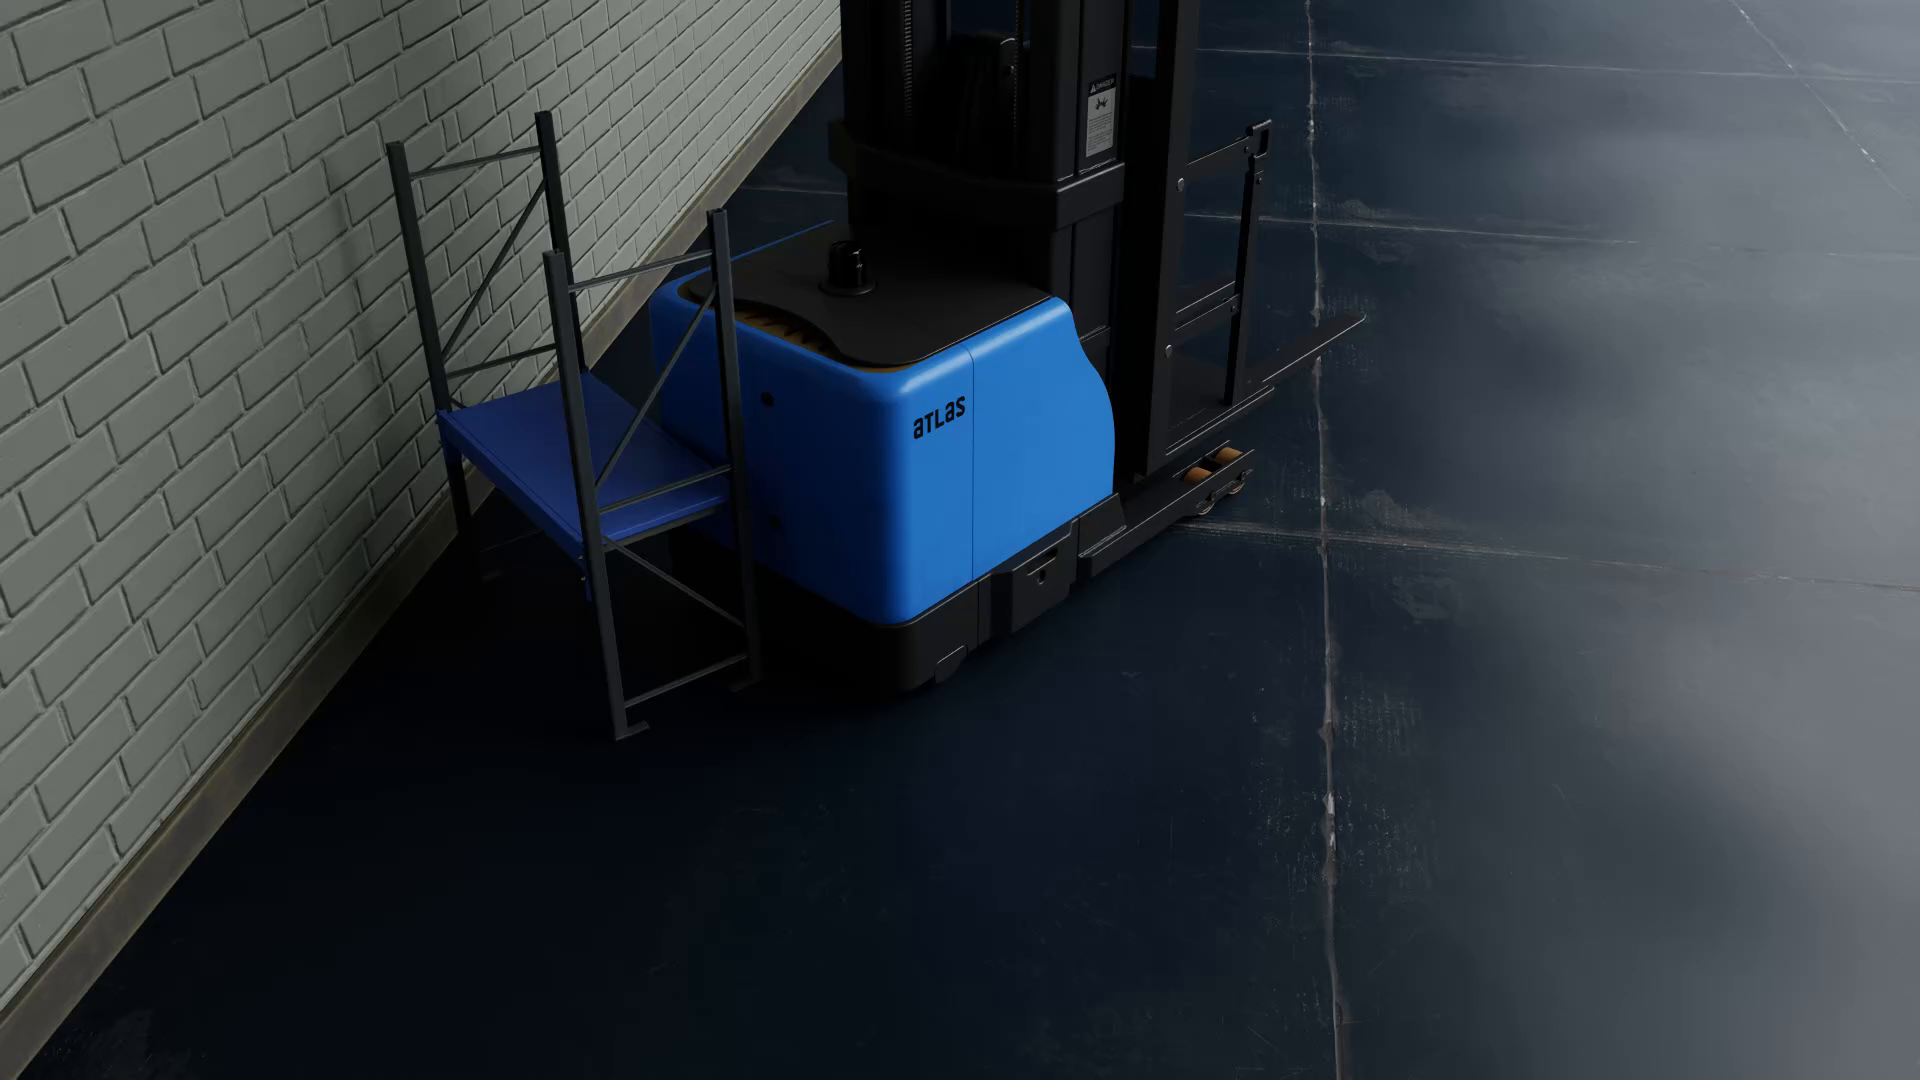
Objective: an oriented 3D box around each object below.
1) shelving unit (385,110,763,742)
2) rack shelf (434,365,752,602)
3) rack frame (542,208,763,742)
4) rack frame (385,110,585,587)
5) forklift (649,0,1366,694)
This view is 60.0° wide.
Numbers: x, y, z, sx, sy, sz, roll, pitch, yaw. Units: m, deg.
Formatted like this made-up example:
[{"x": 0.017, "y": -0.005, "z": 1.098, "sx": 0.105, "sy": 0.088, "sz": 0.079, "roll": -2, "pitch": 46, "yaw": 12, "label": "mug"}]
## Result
[{"x": -1.117, "y": -0.351, "z": 4.897, "sx": 0.538, "sy": 1.500, "sz": 1.048, "roll": -22, "pitch": 38, "yaw": -31, "label": "shelving unit"}, {"x": -1.117, "y": -0.198, "z": 4.992, "sx": 0.538, "sy": 0.185, "sz": 1.000, "roll": -22, "pitch": 38, "yaw": -31, "label": "rack shelf"}, {"x": -0.808, "y": -0.137, "z": 4.555, "sx": 0.500, "sy": 1.500, "sz": 0.032, "roll": -22, "pitch": 38, "yaw": -31, "label": "rack frame"}, {"x": -1.425, "y": -0.565, "z": 5.239, "sx": 0.500, "sy": 1.500, "sz": 0.032, "roll": -22, "pitch": 38, "yaw": -31, "label": "rack frame"}, {"x": 0.412, "y": -1.490, "z": 5.368, "sx": 1.130, "sy": 2.935, "sz": 3.031, "roll": 25, "pitch": 40, "yaw": 34, "label": "forklift"}]
